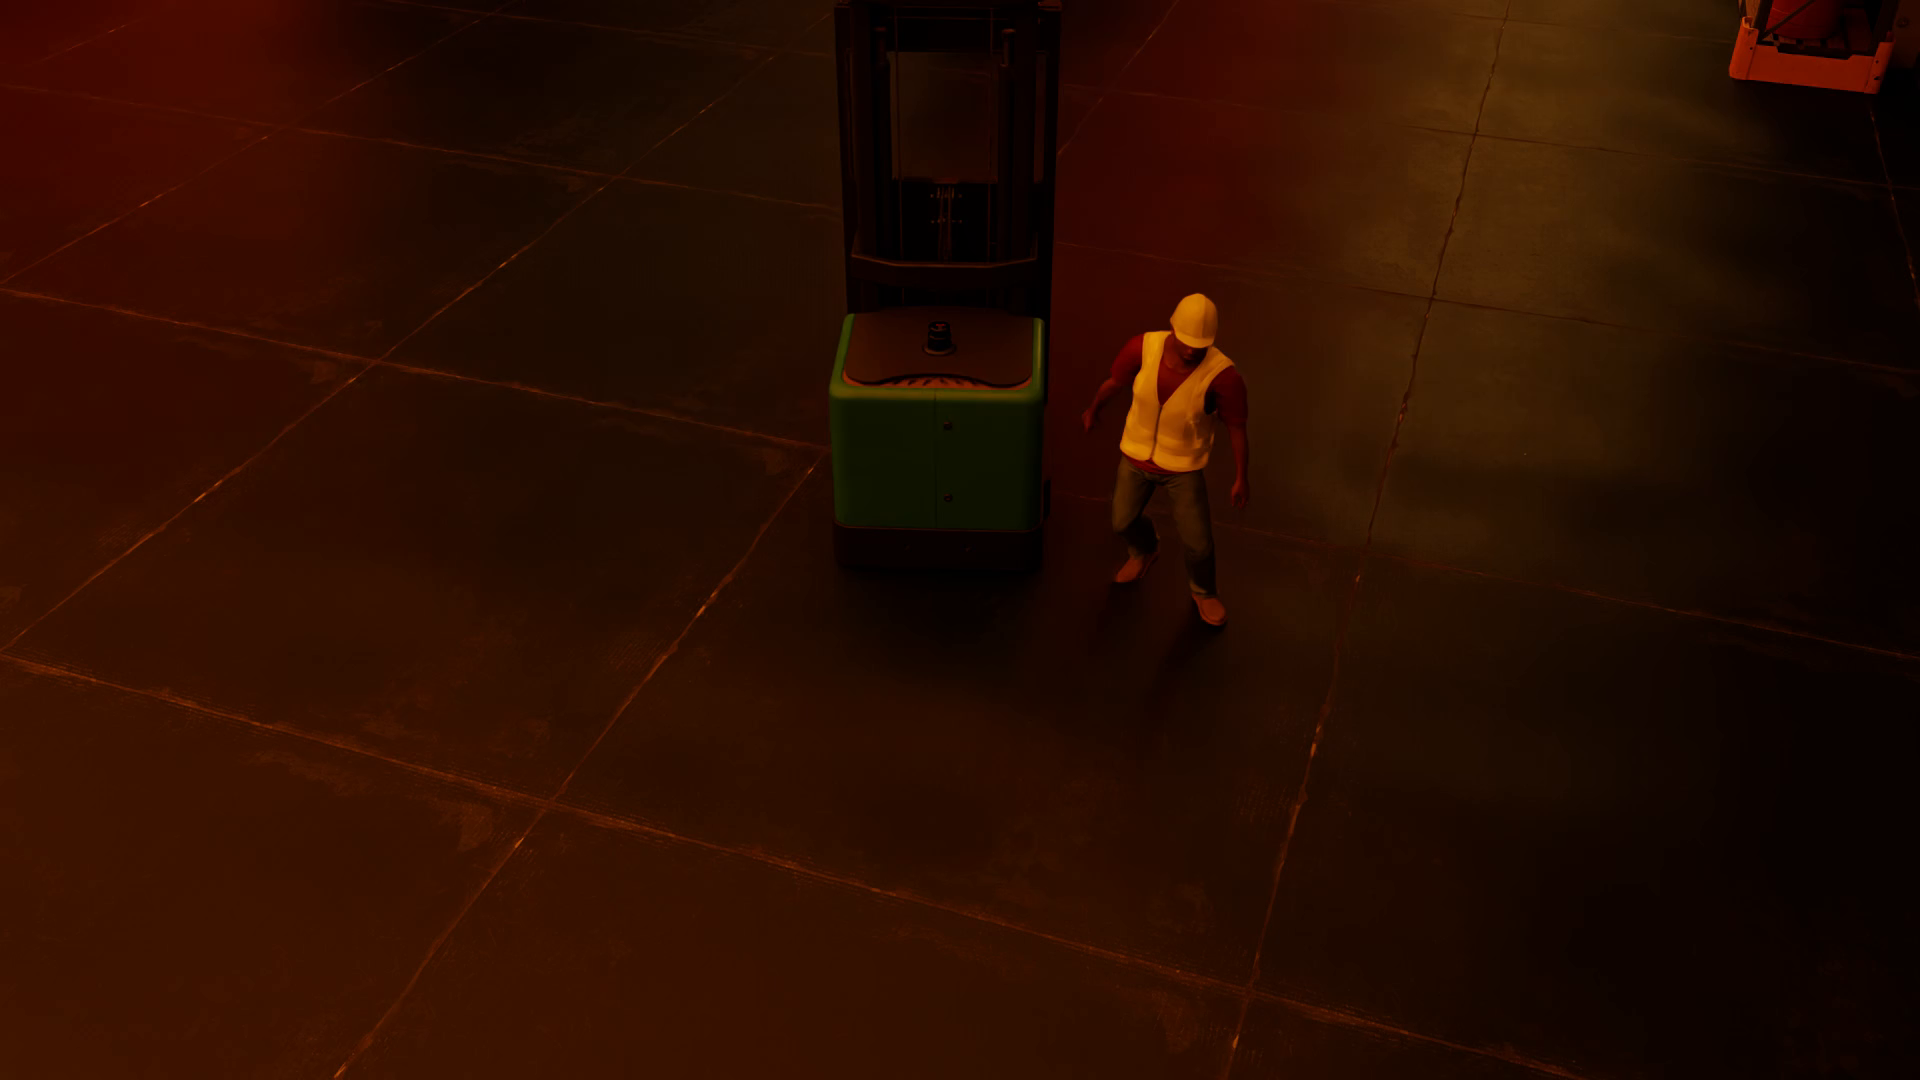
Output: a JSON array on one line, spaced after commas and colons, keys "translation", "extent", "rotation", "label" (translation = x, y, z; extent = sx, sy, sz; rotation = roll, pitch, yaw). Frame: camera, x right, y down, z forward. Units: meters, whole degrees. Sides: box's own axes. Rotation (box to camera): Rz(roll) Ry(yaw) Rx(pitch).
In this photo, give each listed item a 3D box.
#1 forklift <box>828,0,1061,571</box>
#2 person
[{"translation": [-0.046, -1.867, 8.744], "extent": [1.130, 2.935, 3.031], "rotation": [2, 35, 2], "label": "forklift"}, {"translation": [0.953, -0.440, 7.829], "extent": [0.897, 1.718, 0.502], "rotation": [20, 40, 25], "label": "person"}]
